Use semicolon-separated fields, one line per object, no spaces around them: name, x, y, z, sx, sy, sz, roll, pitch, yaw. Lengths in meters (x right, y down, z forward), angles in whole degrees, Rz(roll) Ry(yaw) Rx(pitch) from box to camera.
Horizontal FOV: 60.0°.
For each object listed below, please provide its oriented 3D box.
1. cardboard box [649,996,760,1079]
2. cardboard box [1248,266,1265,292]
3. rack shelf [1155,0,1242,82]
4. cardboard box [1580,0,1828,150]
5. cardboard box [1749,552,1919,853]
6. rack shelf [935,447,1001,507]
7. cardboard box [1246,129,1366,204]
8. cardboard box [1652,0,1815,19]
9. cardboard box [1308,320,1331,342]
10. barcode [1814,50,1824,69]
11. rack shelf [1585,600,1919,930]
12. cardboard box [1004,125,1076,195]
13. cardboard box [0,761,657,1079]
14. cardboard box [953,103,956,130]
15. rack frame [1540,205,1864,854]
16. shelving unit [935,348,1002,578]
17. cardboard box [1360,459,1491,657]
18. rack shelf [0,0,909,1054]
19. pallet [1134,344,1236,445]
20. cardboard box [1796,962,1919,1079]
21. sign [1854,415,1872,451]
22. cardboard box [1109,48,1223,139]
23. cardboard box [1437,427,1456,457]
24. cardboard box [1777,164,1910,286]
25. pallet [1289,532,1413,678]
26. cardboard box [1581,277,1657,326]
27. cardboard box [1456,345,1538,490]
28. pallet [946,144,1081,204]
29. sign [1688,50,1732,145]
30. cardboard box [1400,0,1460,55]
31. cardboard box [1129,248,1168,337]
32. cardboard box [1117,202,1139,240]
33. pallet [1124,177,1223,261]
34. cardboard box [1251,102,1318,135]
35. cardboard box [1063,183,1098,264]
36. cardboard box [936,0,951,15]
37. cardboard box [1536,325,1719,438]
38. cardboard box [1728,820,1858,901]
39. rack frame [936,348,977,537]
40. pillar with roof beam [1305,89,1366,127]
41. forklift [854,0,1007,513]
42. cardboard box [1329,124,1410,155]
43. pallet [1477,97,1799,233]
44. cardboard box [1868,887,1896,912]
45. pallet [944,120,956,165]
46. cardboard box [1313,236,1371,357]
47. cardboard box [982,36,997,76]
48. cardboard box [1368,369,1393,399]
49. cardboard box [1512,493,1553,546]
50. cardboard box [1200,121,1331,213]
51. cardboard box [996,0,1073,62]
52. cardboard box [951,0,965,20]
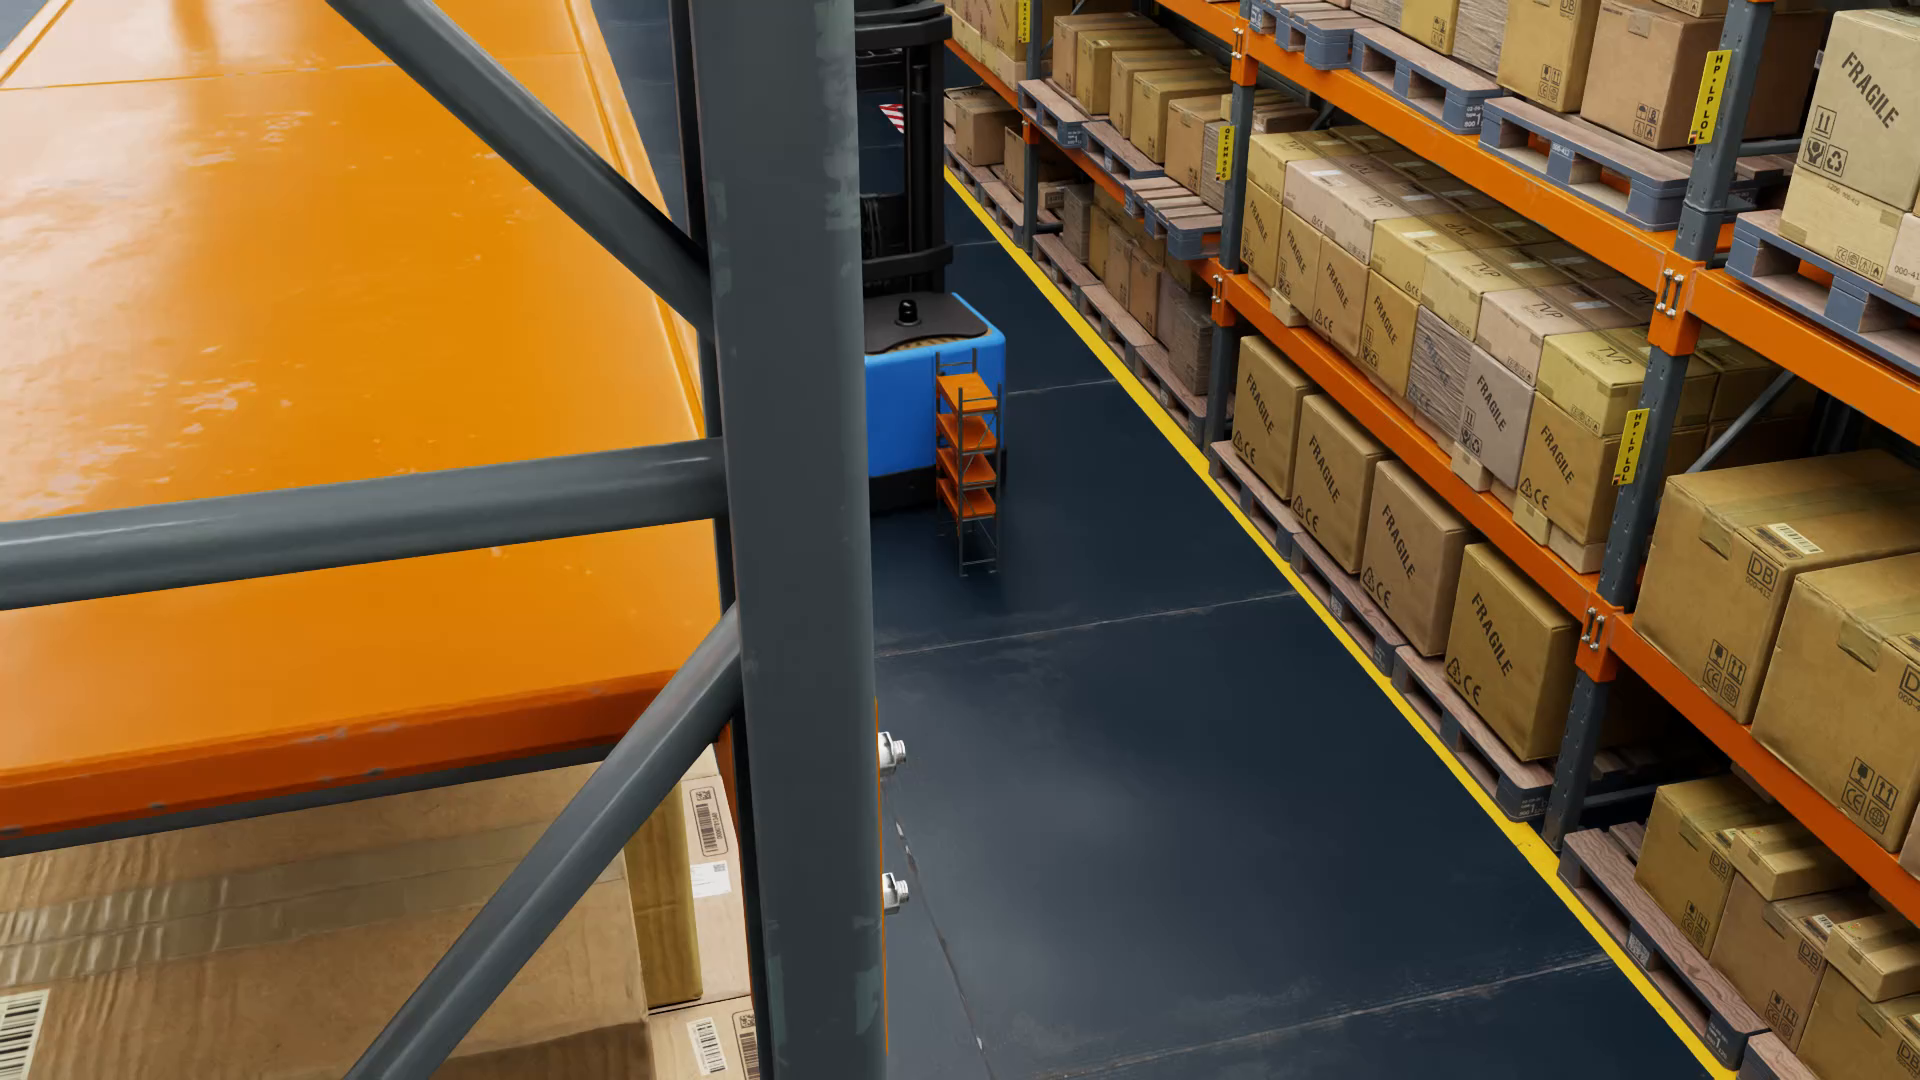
cardboard box;-0.438;0.886;2.112;0.500;0.250;0.500;-8;31;-13
cardboard box;1.963;-1.616;10.009;0.380;0.149;0.250;-8;31;-14
rack shelf;1.568;-3.859;11.377;1.077;0.370;4.000;-8;31;-13
cardboard box;3.033;-1.945;6.815;0.700;0.500;0.500;-10;31;-16
cardboard box;3.477;0.514;5.800;0.980;0.700;0.700;-9;31;-15
rack shelf;0.044;-0.381;9.576;0.258;0.148;0.480;-8;31;-13
cardboard box;1.978;-2.144;9.525;0.500;0.250;0.500;-7;31;-12
cardboard box;3.053;-2.273;6.632;0.500;0.250;0.500;-6;31;-10
cardboard box;2.196;-1.248;9.374;0.380;0.149;0.250;-8;31;-14
barcode;3.340;-1.860;6.447;0.001;0.075;0.075;-5;30;-9
rack shelf;3.691;1.303;5.453;1.077;0.370;4.000;-8;31;-13
cardboard box;0.723;-3.442;14.990;0.500;0.500;0.500;-10;32;-17
cardboard box;-0.705;0.598;1.861;0.700;0.500;0.500;-8;31;-13
cardboard box;0.223;-4.175;16.445;0.500;0.311;0.500;-5;30;-9
rack frame;3.160;0.026;6.942;1.000;3.000;0.127;-8;31;-13
shelving unit;0.044;-0.439;9.542;0.258;1.200;0.503;-8;31;-13
cardboard box;2.624;0.049;8.629;0.750;0.750;0.750;-7;31;-12
rack shelf;-1.084;-0.631;2.810;1.077;0.370;4.000;-8;31;-13
pallet;1.893;-1.077;11.630;1.003;0.211;1.213;-8;31;-13
cardboard box;3.524;1.792;5.966;0.700;0.500;0.500;-7;31;-12
sign;3.695;-0.457;6.834;0.100;0.325;0.005;-8;31;-13
cardboard box;1.485;-3.236;12.039;0.700;0.500;0.500;-4;30;-6
cardboard box;2.555;-0.496;8.074;0.380;0.149;0.250;-8;31;-13
cardboard box;3.090;-1.063;5.460;0.500;0.250;0.500;-8;31;-13
pallet;2.555;0.280;9.287;1.003;0.211;1.213;-8;31;-13
cardboard box;3.144;-0.988;7.528;0.500;0.250;0.500;-7;31;-13
cardboard box;2.650;-0.589;7.588;0.500;0.500;0.500;-8;31;-13
pallet;0.497;-3.541;15.888;1.003;0.211;1.213;-8;31;-13
sign;2.640;-1.555;5.849;0.100;0.325;0.005;-8;31;-13
cardboard box;2.608;-2.693;8.107;0.700;0.500;0.500;-6;31;-11
cardboard box;1.673;-1.856;12.249;0.700;0.500;0.500;-8;31;-14
cardboard box;1.510;-2.455;12.535;0.500;0.250;0.500;-9;31;-15
pallet;1.807;-2.153;10.898;1.213;0.211;1.003;-8;31;-13
cardboard box;1.978;-2.583;10.263;0.380;0.149;0.250;-12;32;-20
cardboard box;1.248;-2.593;13.523;0.700;0.500;0.500;-7;31;-12
cardboard box;0.080;-4.940;15.651;0.500;0.250;0.500;-8;31;-14
cardboard box;2.790;-0.671;6.980;0.500;0.250;0.500;-7;31;-12
cardboard box;3.175;1.210;6.325;0.380;0.149;0.250;-7;31;-12
rack frame;-0.021;-0.557;9.746;0.240;1.200;0.015;-8;31;-13
pillar with roof beam;-1.563;-4.673;9.071;9.100;9.000;0.400;-8;31;-13
forklift;-0.754;-2.149;10.768;1.130;2.935;3.031;-12;32;-20
cardboard box;2.469;-2.226;9.668;0.500;0.250;0.500;-7;31;-12
pallet;2.869;-1.626;6.992;0.805;0.209;1.217;-9;31;-15
cardboard box;3.625;1.305;6.160;0.380;0.149;0.250;-9;31;-15
pallet;0.177;-4.129;16.904;1.003;0.211;1.213;-8;31;-13
cardboard box;2.242;-1.324;8.857;0.500;0.500;0.500;-8;31;-13
cardboard box;0.495;-4.212;14.393;0.500;0.250;0.500;-8;31;-13
cardboard box;2.380;-0.877;8.732;0.380;0.149;0.250;-8;31;-13
cardboard box;2.708;-0.118;7.422;0.380;0.149;0.250;-7;31;-12
cardboard box;1.964;-2.365;10.534;0.700;0.500;0.500;-12;32;-19
cardboard box;0.613;-4.293;13.785;0.500;0.500;0.500;-8;31;-13
cardboard box;0.213;-5.029;15.057;0.500;0.500;0.500;-7;31;-12
